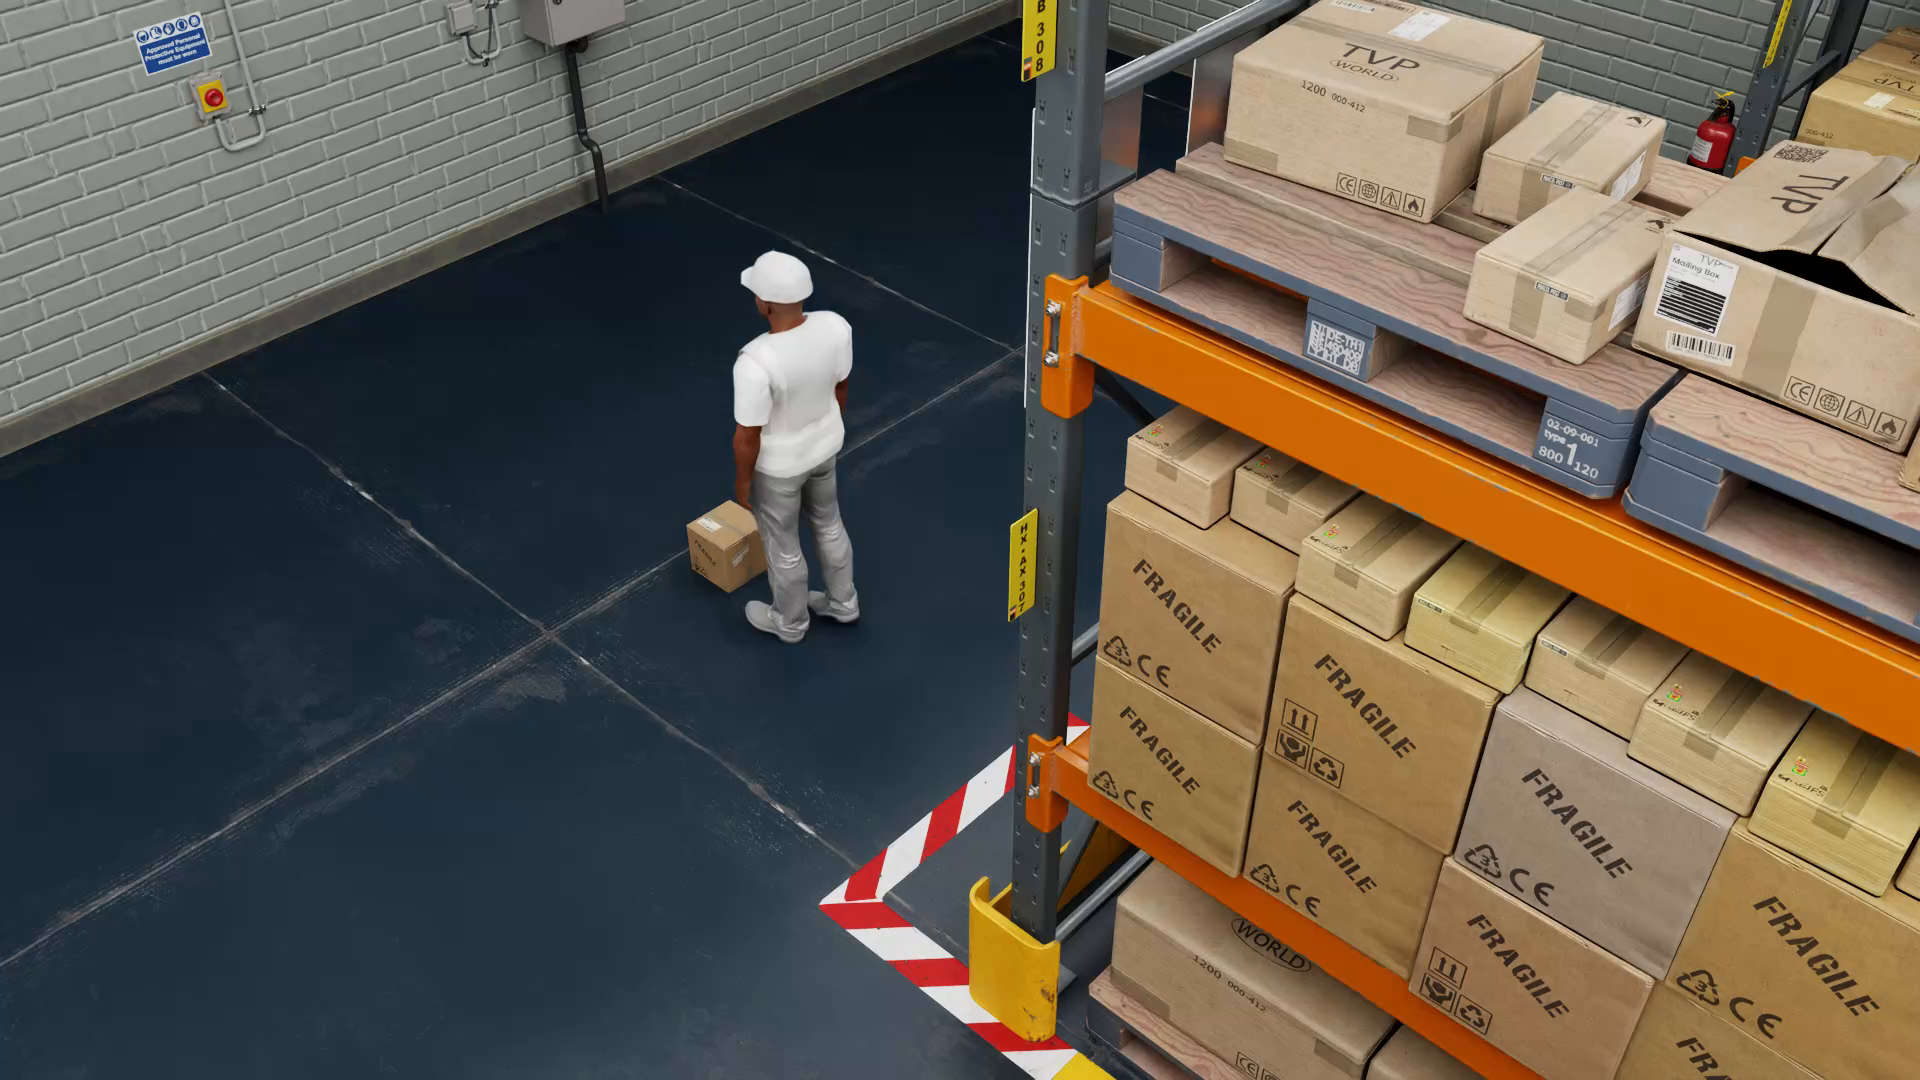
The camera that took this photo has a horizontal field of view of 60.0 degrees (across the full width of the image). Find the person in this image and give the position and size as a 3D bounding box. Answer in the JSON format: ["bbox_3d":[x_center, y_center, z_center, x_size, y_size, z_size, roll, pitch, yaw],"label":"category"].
[{"bbox_3d":[-0.672,-0.338,6.569,0.402,1.798,0.566,31,49,33],"label":"person"}]
